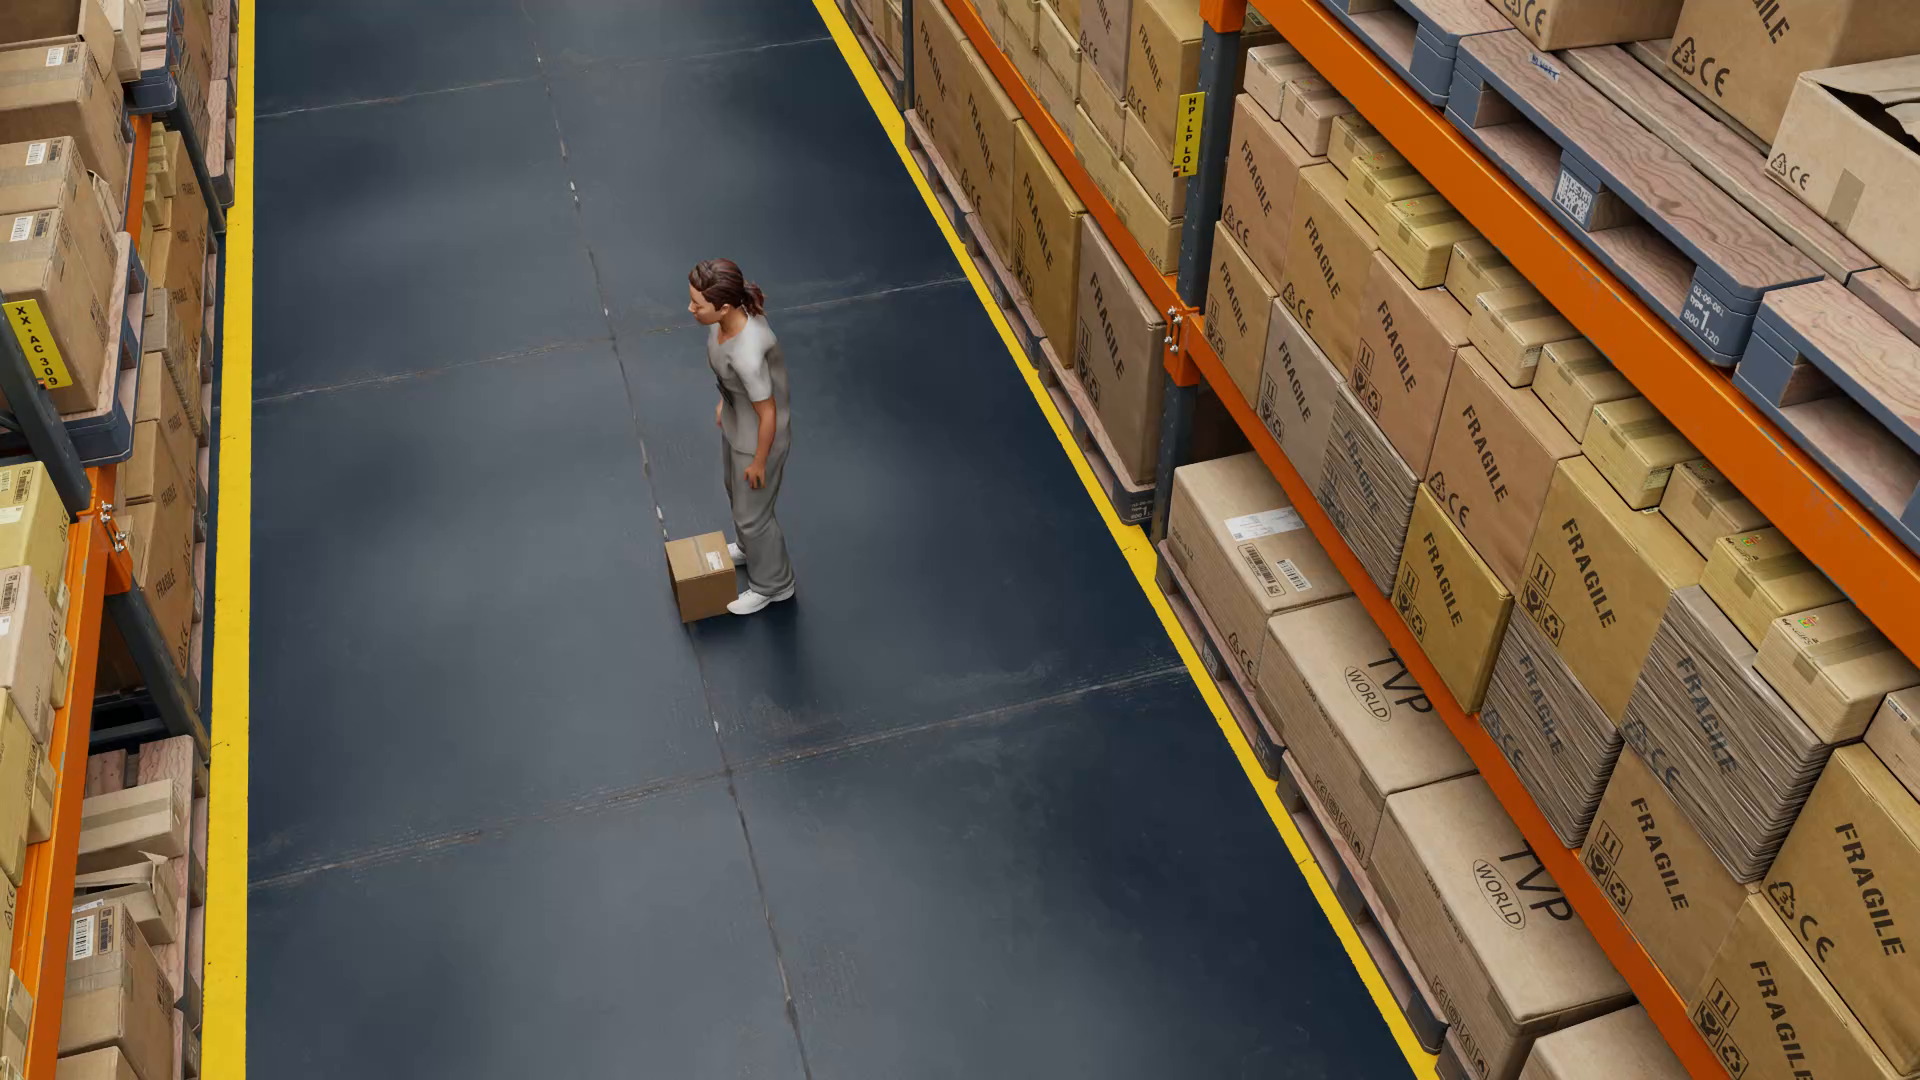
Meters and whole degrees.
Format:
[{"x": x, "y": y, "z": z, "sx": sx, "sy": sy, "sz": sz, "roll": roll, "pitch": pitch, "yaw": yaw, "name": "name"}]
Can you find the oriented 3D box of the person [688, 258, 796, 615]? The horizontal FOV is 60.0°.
[{"x": -0.858, "y": -0.422, "z": 6.625, "sx": 0.367, "sy": 1.671, "sz": 0.514, "roll": -14, "pitch": 44, "yaw": -15, "name": "person"}]
